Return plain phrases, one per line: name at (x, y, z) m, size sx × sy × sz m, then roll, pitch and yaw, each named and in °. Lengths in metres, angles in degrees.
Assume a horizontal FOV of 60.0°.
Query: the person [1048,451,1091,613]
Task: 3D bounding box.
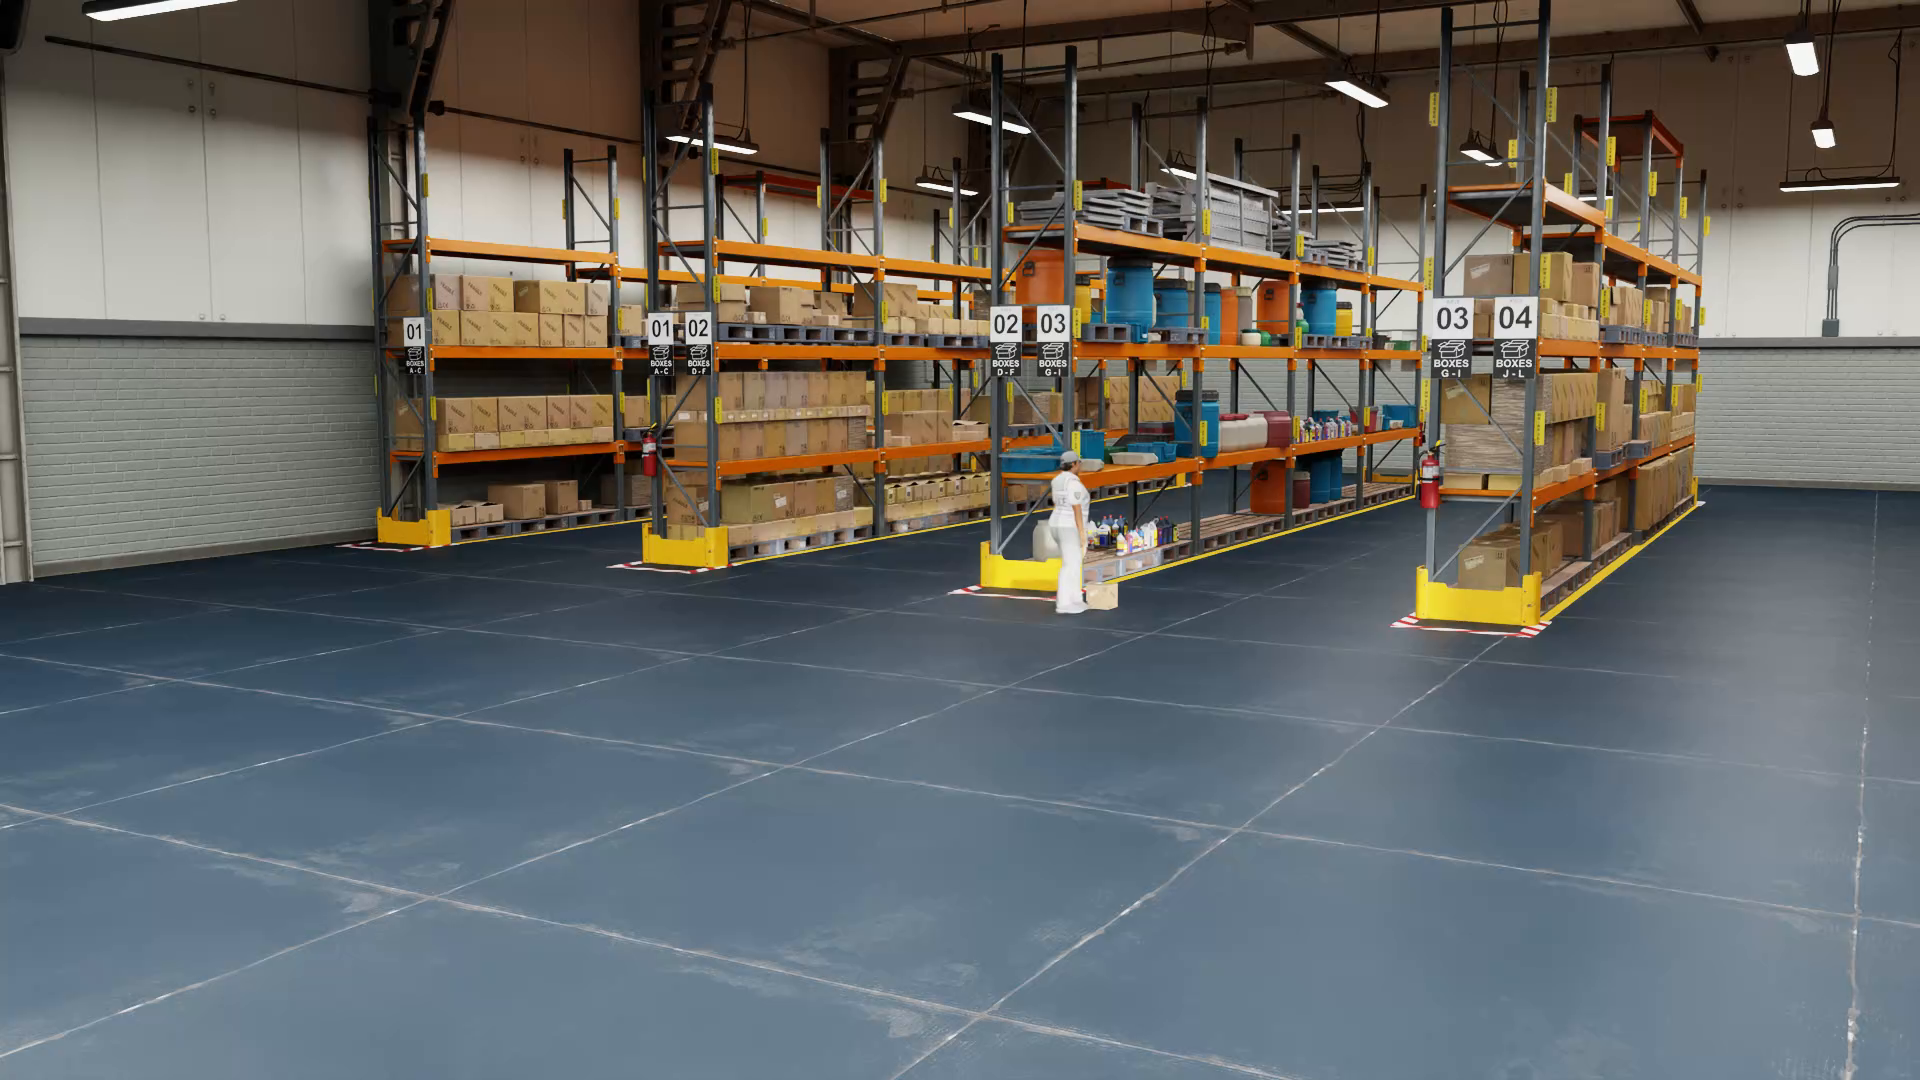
person at (1.198, -0.080, 17.128) m, size 0.550 × 1.682 × 0.523 m, roll -2°, pitch 6°, yaw -19°
